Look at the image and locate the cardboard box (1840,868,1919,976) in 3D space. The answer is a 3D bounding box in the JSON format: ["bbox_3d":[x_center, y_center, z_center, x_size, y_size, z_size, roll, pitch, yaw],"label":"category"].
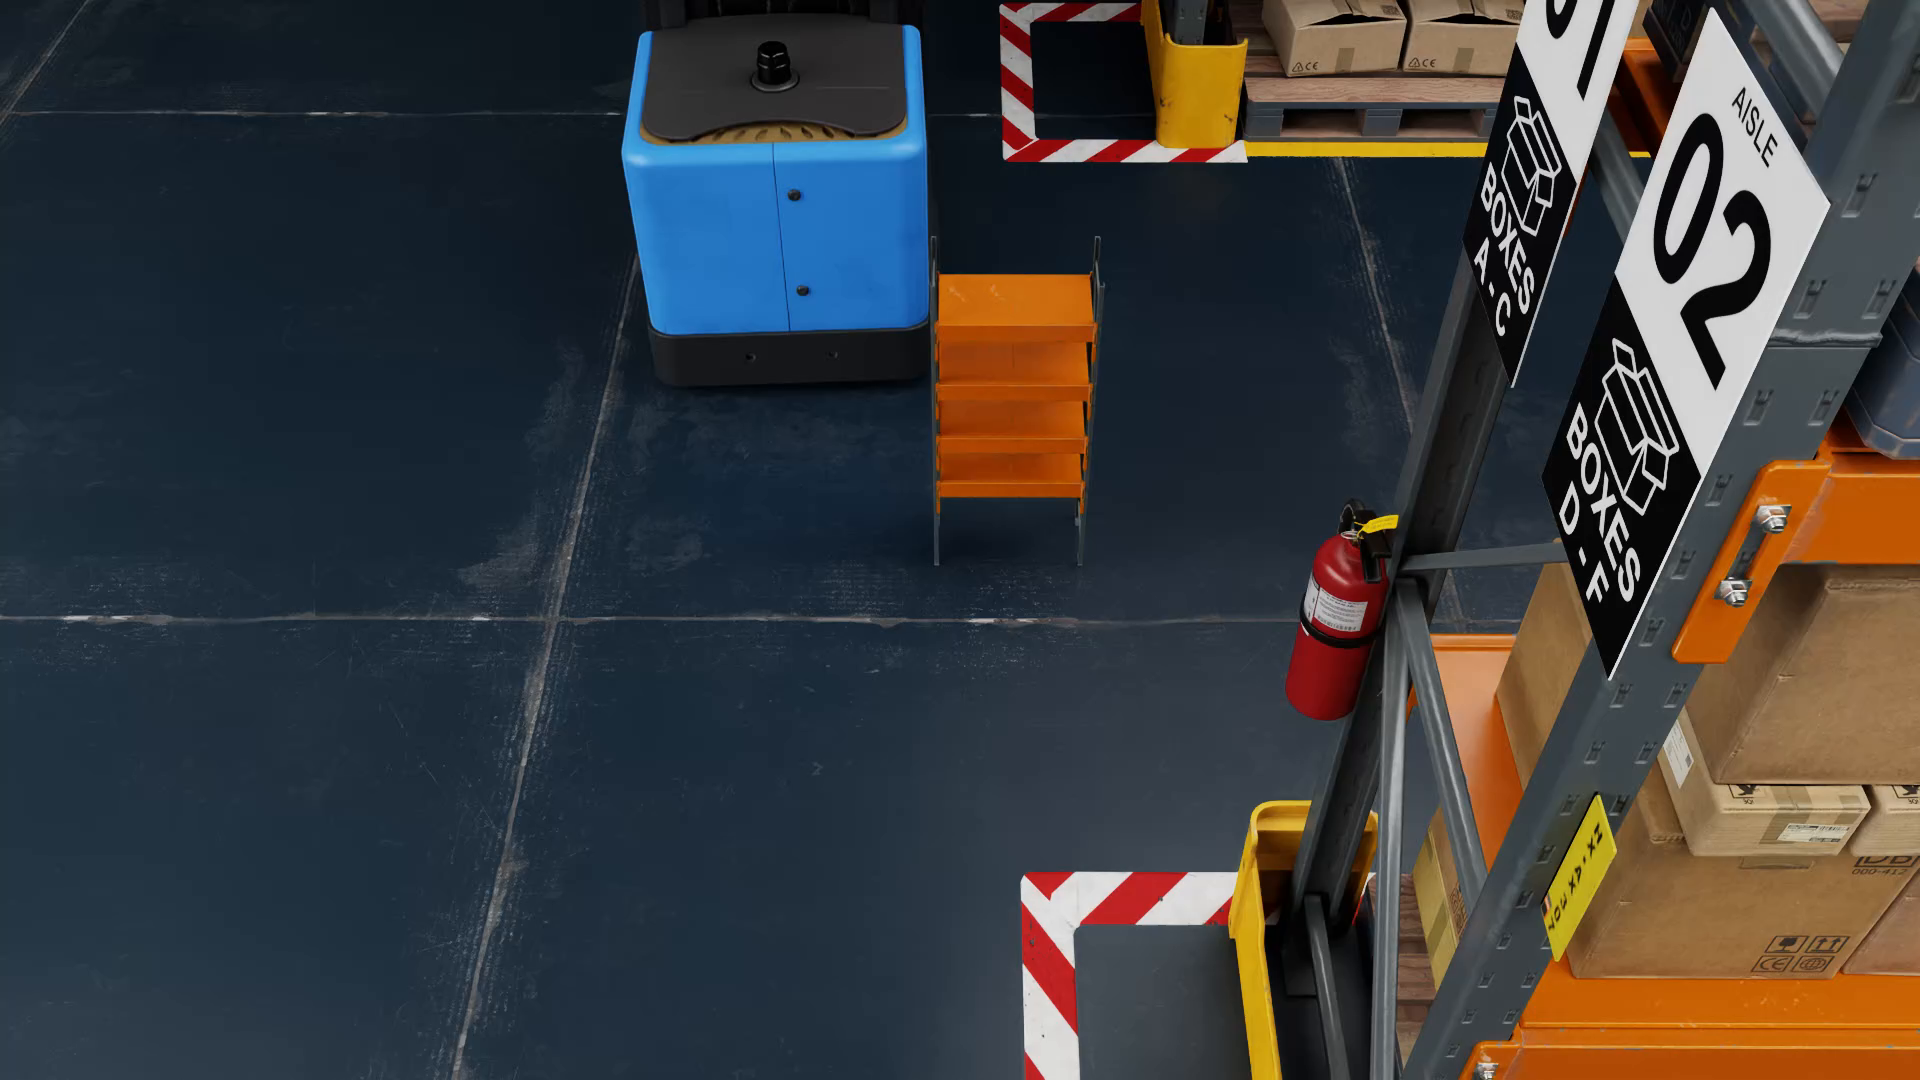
[{"bbox_3d":[1.951,0.416,3.245,0.500,0.500,0.700,1,47,1],"label":"cardboard box"}]

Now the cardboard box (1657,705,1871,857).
[{"bbox_3d":[1.351,0.345,2.868,0.250,0.149,0.380,0,47,0],"label":"cardboard box"}]

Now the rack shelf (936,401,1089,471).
[{"bbox_3d":[0.166,-0.363,5.360,0.480,0.148,0.258,0,47,0],"label":"rack shelf"}]

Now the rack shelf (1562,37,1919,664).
[{"bbox_3d":[2.959,-0.330,2.450,4.000,0.370,1.077,0,47,0],"label":"rack shelf"}]

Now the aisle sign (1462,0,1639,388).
[{"bbox_3d":[0.895,-0.659,2.538,0.004,0.787,0.394,0,47,0],"label":"aisle sign"}]

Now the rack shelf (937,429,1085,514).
[{"bbox_3d":[0.166,-0.227,5.505,0.480,0.148,0.258,0,47,0],"label":"rack shelf"}]

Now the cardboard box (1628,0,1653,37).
[{"bbox_3d":[2.969,-2.375,7.318,0.500,0.500,0.700,-3,47,-2],"label":"cardboard box"}]

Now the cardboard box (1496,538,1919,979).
[{"bbox_3d":[1.426,0.418,3.243,0.500,0.500,0.700,0,47,0],"label":"cardboard box"}]

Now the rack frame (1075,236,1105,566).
[{"bbox_3d":[0.410,-0.408,5.310,0.015,1.200,0.240,0,47,0],"label":"rack frame"}]

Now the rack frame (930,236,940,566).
[{"bbox_3d":[-0.078,-0.409,5.311,0.015,1.200,0.240,0,47,0],"label":"rack frame"}]

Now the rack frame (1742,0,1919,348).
[{"bbox_3d":[0.959,-1.602,1.094,0.127,3.000,1.000,0,47,0],"label":"rack frame"}]

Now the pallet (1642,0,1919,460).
[{"bbox_3d":[1.666,-0.529,2.205,1.213,0.211,1.003,0,47,0],"label":"pallet"}]

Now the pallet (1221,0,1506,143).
[{"bbox_3d":[1.862,-2.206,7.659,1.213,0.211,1.003,0,47,0],"label":"pallet"}]

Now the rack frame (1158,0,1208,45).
[{"bbox_3d":[0.974,-3.184,6.665,0.127,3.000,1.000,0,47,0],"label":"rack frame"}]

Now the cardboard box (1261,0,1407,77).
[{"bbox_3d":[1.666,-2.350,7.425,0.500,0.311,0.500,-5,47,-4],"label":"cardboard box"}]

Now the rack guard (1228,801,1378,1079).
[{"bbox_3d":[0.935,1.293,4.205,0.348,0.500,1.175,0,47,0],"label":"rack guard"}]

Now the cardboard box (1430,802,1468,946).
[{"bbox_3d":[1.497,0.764,4.069,0.500,0.500,0.500,0,47,0],"label":"cardboard box"}]

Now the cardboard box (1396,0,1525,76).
[{"bbox_3d":[2.236,-2.349,7.423,0.500,0.311,0.500,4,47,3],"label":"cardboard box"}]

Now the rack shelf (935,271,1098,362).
[{"bbox_3d":[0.166,-0.676,5.023,0.480,0.148,0.258,0,47,0],"label":"rack shelf"}]

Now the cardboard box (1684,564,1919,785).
[{"bbox_3d":[1.479,-0.024,2.768,0.500,0.500,0.700,0,47,0],"label":"cardboard box"}]

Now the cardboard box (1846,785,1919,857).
[{"bbox_3d":[1.615,0.344,2.869,0.250,0.149,0.380,-1,47,-1],"label":"cardboard box"}]

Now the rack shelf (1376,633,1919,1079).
[{"bbox_3d":[2.959,0.692,3.548,4.000,0.370,1.077,0,47,0],"label":"rack shelf"}]

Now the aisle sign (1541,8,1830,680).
[{"bbox_3d":[0.893,-0.220,2.129,0.004,0.787,0.394,0,47,0],"label":"aisle sign"}]

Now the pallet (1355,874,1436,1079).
[{"bbox_3d":[1.724,1.363,4.337,1.213,0.211,1.003,0,47,0],"label":"pallet"}]

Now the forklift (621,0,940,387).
[{"bbox_3d":[-0.690,-2.640,6.205,1.130,2.935,3.031,-2,47,-2],"label":"forklift"}]

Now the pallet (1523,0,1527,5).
[{"bbox_3d":[3.079,-2.200,7.654,1.213,0.211,1.003,0,47,0],"label":"pallet"}]

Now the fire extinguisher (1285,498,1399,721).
[{"bbox_3d":[0.843,0.128,3.635,0.183,0.674,0.296,0,47,0],"label":"fire extinguisher"}]

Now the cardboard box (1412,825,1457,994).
[{"bbox_3d":[1.497,1.021,4.342,0.500,0.250,0.500,0,47,0],"label":"cardboard box"}]

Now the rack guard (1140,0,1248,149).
[{"bbox_3d":[1.050,-2.332,7.579,0.348,0.500,1.175,0,47,0],"label":"rack guard"}]

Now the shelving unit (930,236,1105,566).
[{"bbox_3d":[0.166,-0.408,5.310,0.503,1.200,0.258,0,47,0],"label":"shelving unit"}]

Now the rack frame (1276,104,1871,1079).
[{"bbox_3d":[0.959,0.442,3.290,0.127,3.000,1.000,0,47,0],"label":"rack frame"}]

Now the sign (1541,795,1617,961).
[{"bbox_3d":[0.951,0.526,2.566,0.005,0.325,0.100,0,47,0],"label":"sign"}]

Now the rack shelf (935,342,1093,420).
[{"bbox_3d":[0.166,-0.515,5.196,0.480,0.148,0.258,0,47,0],"label":"rack shelf"}]
